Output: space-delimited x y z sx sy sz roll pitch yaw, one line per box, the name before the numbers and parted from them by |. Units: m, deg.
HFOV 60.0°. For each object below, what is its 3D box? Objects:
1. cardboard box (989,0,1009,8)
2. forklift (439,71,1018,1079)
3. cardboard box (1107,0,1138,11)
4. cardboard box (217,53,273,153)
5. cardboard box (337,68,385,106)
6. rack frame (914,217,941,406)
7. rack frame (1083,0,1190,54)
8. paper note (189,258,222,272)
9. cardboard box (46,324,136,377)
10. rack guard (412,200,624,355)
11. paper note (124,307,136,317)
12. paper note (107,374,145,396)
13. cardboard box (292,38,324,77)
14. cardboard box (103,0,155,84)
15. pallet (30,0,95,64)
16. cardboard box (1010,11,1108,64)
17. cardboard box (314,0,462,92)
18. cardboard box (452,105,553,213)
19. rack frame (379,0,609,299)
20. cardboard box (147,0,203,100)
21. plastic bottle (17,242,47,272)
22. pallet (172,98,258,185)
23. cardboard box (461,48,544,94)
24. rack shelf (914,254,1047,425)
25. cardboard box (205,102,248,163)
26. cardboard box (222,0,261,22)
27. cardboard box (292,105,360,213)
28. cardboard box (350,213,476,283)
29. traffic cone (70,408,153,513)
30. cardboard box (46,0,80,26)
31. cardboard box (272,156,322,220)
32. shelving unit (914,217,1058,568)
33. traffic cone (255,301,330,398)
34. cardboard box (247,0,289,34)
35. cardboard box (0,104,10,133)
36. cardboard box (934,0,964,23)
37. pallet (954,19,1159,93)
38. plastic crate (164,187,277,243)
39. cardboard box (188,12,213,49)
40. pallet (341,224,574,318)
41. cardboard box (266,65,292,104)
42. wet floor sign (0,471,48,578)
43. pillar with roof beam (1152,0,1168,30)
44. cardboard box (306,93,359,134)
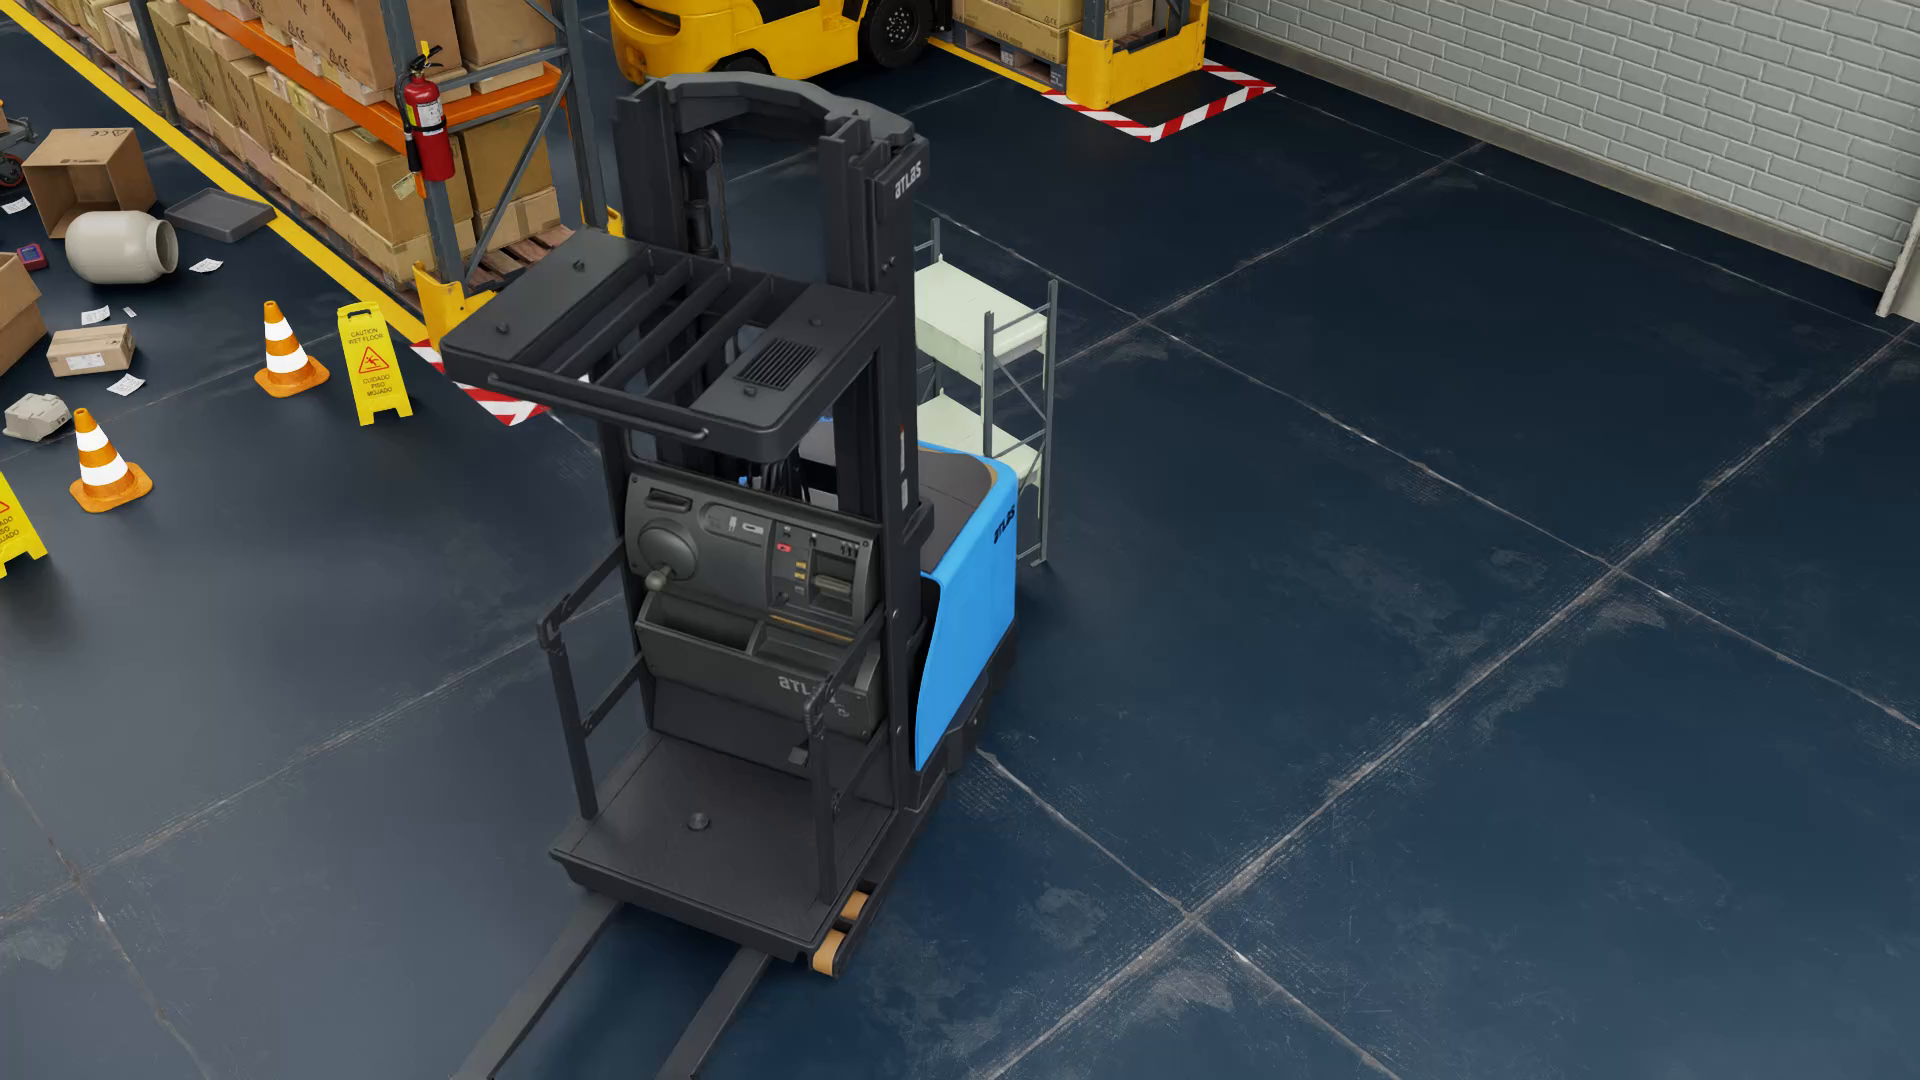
cardboard box | 0.370 -4.131 12.142 0.500 0.250 0.500 -30 48 -32
forklift | -0.805 0.122 5.474 1.130 2.935 3.031 15 41 18
cardboard box | 1.095 -4.108 12.113 0.500 0.250 0.500 -29 47 -31
cardboard box | -4.178 -2.769 10.256 0.500 0.500 0.500 -27 46 -30
cardboard box | -3.057 -2.458 8.813 0.380 0.149 0.250 -31 48 -32
rack frame | -0.243 -0.750 7.693 0.400 1.500 0.023 -30 48 -32
rack frame | 1.260 -4.514 11.160 1.000 3.000 0.127 -30 48 -32
paper note | -4.521 -1.650 9.977 0.148 0.019 0.142 18 42 21
cardboard box | -4.767 -1.042 9.130 0.380 0.149 0.250 -8 40 -10
rack guard | -2.445 -1.466 9.375 1.175 0.500 0.348 -30 48 -32
paper note | -4.781 -1.313 9.576 0.032 0.001 0.123 -30 48 -32
paper note | -4.499 -0.840 8.973 0.142 0.019 0.148 18 42 21
cardboard box | -3.411 -2.692 9.103 0.380 0.149 0.250 -29 47 -31
cardboard box | -5.455 -3.637 11.831 0.950 0.372 0.625 -29 47 -31
pallet | -6.456 -4.094 12.859 1.003 0.211 1.213 -30 48 -32
cardboard box | 0.710 -3.691 11.995 0.500 0.250 0.500 -30 47 -31
cardboard box | -2.963 -2.692 8.587 0.500 0.500 0.500 -31 48 -32
cardboard box | -2.752 -2.290 9.663 0.500 0.500 0.500 -32 49 -33
rack frame | -2.393 -2.403 8.546 1.000 3.000 0.127 -30 48 -32
cardboard box | -4.898 -3.252 10.854 0.500 0.500 0.500 -28 46 -30
plastic bottle | -5.607 -1.717 10.035 0.133 0.061 0.283 -22 44 -25
pallet | -4.618 -2.874 11.348 1.003 0.211 1.213 -30 48 -32
cardboard box | -2.471 -2.551 8.929 0.380 0.149 0.250 -30 48 -32
rack shelf | 0.005 -0.884 7.238 0.431 0.370 0.720 -30 48 -32
cardboard box | -4.529 -2.718 10.790 0.500 0.250 0.500 -27 46 -30
cardboard box | -4.073 -3.174 9.700 0.380 0.149 0.250 -30 48 -32
cardboard box | -3.483 -2.289 9.662 0.500 0.500 0.500 -28 47 -30
cardboard box | -3.154 -1.768 9.613 0.500 0.250 0.500 -30 48 -32
traffic cone | -4.222 -0.438 8.132 0.336 0.463 0.334 -30 48 -32
cardboard box | -6.415 -4.289 12.639 0.950 0.372 0.625 -28 47 -30
cardboard box | -3.841 -2.240 10.198 0.500 0.250 0.500 -32 49 -33
shelving unit | 0.005 -0.580 7.483 0.431 1.500 0.755 -30 48 -32
traffic cone | -3.634 -1.067 8.911 0.336 0.463 0.334 -30 48 -32
cardboard box | -3.634 -3.159 9.165 0.500 0.500 0.500 -30 48 -32
cardboard box | -6.389 -2.806 10.432 0.500 0.500 0.500 -30 48 -32
cardboard box | 0.049 -4.161 12.576 0.500 0.250 0.500 -29 47 -31
pallet | 0.712 -3.766 12.452 1.003 0.211 1.213 -30 48 -32
plastic crate | -4.641 -2.043 10.424 0.583 0.080 0.402 18 42 21
cardboard box | -4.509 -3.184 10.254 0.380 0.149 0.250 -28 47 -30
pallet | -2.968 -1.745 9.950 1.003 0.211 1.213 -30 48 -32
cardboard box | -3.770 -2.683 9.633 0.380 0.149 0.250 -28 47 -30
wet floor sign | -4.493 -0.165 7.649 0.232 0.644 0.267 26 45 28
pillar with roof beam | -1.718 -5.724 7.883 9.100 9.000 0.400 -30 48 -32
cardboard box | -3.425 -2.442 9.335 0.380 0.149 0.250 -29 47 -31
